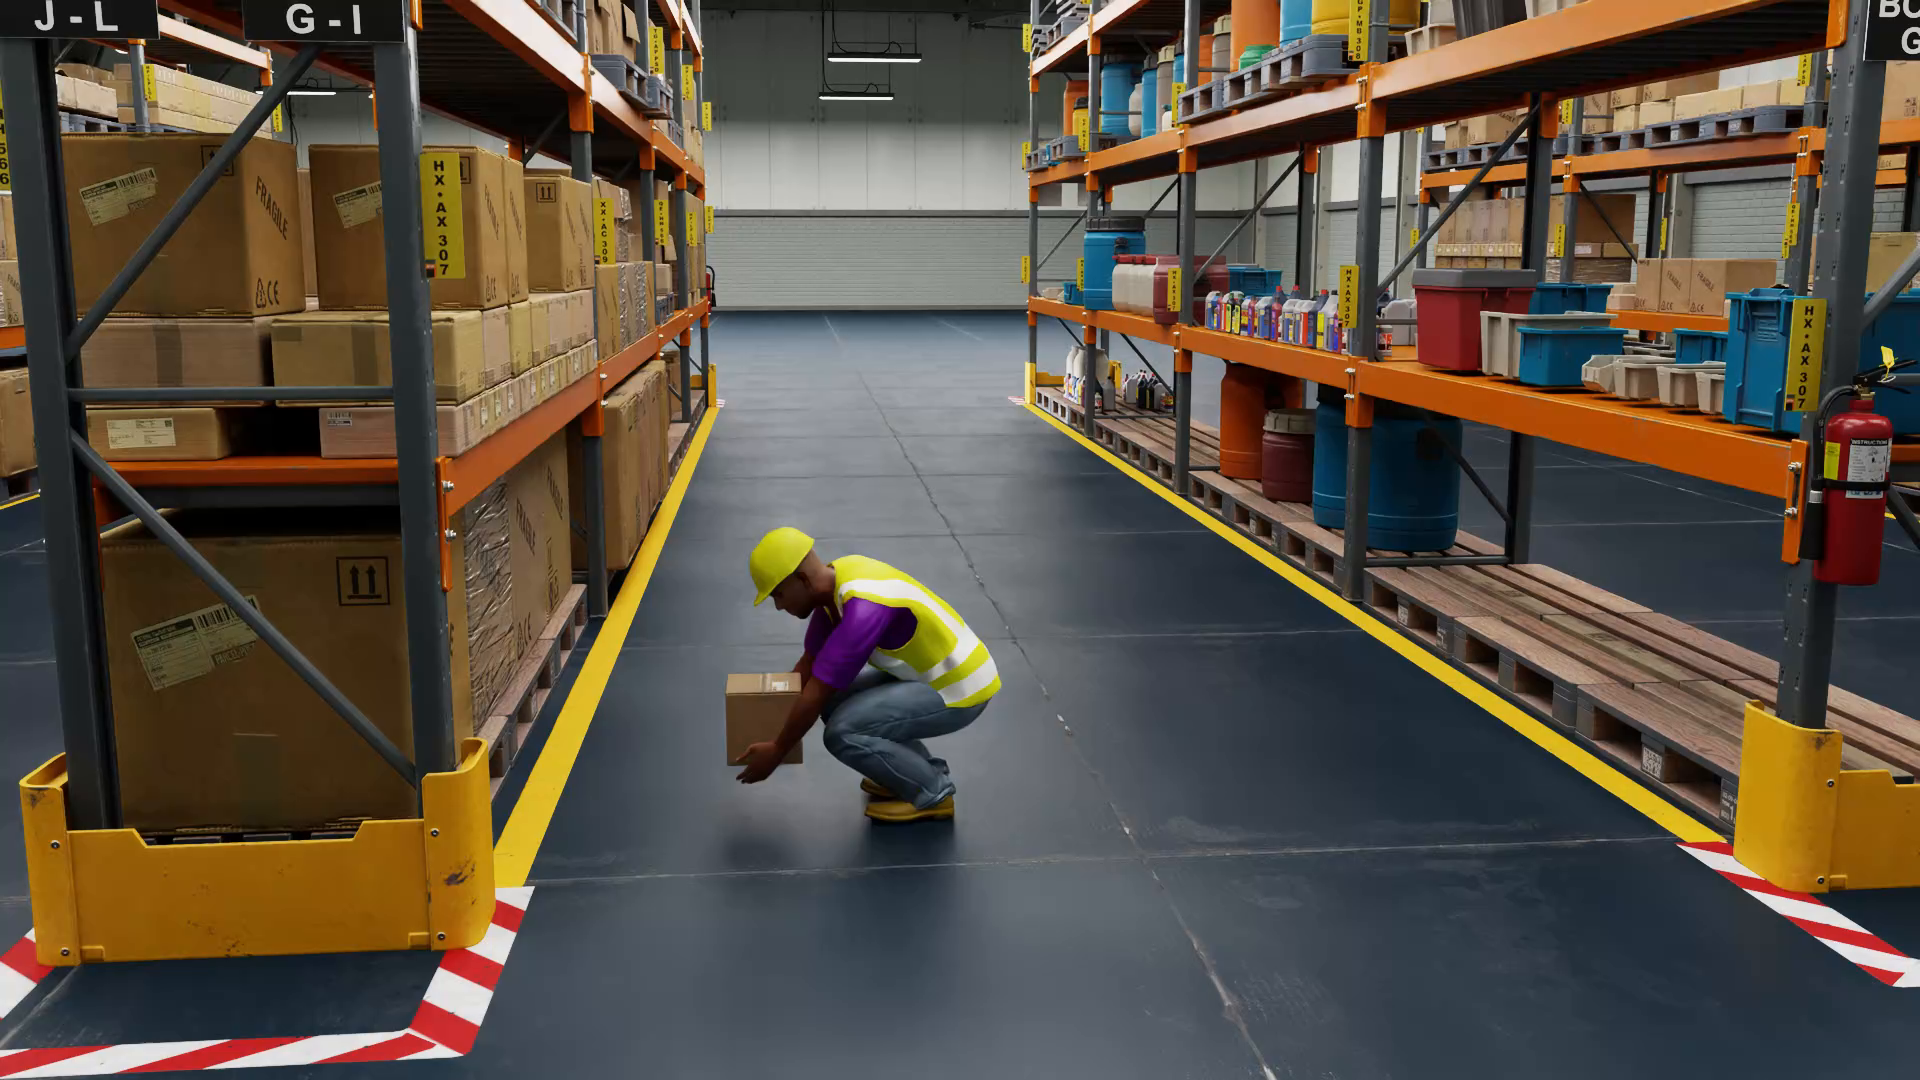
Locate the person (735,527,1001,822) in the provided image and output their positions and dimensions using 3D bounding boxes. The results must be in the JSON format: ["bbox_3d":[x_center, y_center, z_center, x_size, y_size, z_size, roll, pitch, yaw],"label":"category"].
[{"bbox_3d":[-0.313,0.437,5.598,0.898,0.993,0.586,-1,10,-6],"label":"person"}]
